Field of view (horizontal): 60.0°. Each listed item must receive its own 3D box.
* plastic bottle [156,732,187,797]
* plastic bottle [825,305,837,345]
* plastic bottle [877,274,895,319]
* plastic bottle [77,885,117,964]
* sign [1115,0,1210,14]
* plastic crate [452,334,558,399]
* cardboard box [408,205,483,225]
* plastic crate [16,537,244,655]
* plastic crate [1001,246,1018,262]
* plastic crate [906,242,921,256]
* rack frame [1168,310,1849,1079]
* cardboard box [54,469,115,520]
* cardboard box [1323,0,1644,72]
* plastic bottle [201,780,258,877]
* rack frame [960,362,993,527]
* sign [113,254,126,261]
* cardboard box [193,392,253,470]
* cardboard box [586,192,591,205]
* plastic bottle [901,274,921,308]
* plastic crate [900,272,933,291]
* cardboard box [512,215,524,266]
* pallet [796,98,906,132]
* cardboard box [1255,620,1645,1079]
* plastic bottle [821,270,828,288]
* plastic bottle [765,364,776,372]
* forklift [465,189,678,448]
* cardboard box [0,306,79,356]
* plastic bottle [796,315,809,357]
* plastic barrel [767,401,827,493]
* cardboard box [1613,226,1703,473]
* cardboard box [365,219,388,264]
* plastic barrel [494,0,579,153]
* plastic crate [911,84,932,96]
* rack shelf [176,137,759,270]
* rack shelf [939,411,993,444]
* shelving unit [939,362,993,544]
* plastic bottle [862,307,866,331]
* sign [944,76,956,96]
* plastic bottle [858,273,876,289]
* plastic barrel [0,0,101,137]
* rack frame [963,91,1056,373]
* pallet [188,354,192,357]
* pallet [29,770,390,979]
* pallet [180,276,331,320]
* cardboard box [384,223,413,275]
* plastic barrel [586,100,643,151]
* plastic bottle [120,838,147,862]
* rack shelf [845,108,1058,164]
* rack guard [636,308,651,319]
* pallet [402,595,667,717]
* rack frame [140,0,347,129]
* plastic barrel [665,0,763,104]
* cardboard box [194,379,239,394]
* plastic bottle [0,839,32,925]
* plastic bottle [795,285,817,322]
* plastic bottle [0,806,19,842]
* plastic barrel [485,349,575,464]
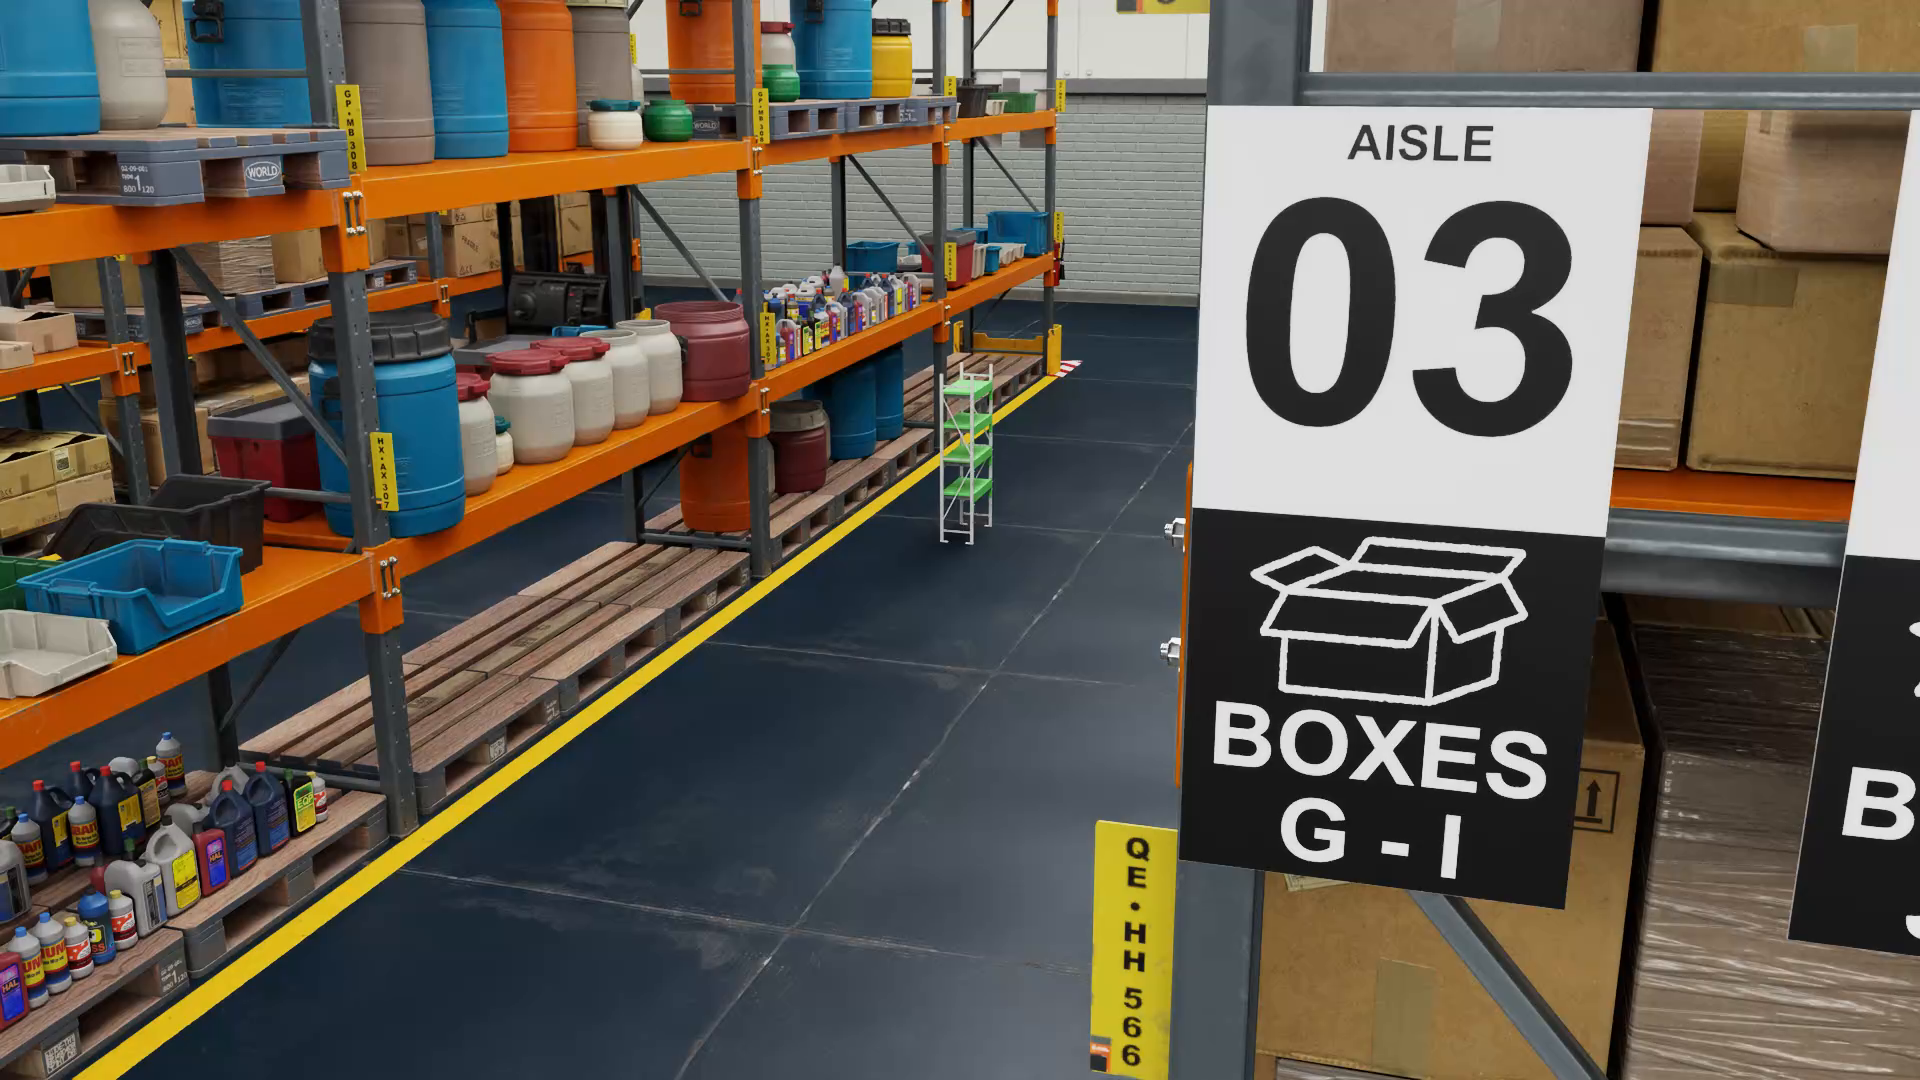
[{"bbox_3d":[-3.393,0.959,7.146,0.097,0.271,0.097,0,16,0],"label":"plastic bottle"},{"bbox_3d":[-0.940,-1.569,12.078,0.061,0.283,0.133,5,16,16],"label":"plastic bottle"},{"bbox_3d":[-0.608,-1.947,13.286,0.144,0.351,0.185,5,16,16],"label":"plastic bottle"},{"bbox_3d":[-3.021,1.337,5.813,0.097,0.271,0.097,0,16,0],"label":"plastic bottle"},{"bbox_3d":[0.204,-0.678,1.605,0.100,0.325,0.005,5,16,16],"label":"sign"},{"bbox_3d":[-2.498,-0.870,9.282,0.402,0.464,0.583,5,16,16],"label":"plastic crate"},{"bbox_3d":[-4.953,-3.300,15.953,0.500,0.500,0.500,5,17,17],"label":"cardboard box"},{"bbox_3d":[-2.936,0.190,5.933,0.499,0.251,0.616,5,16,16],"label":"plastic crate"},{"bbox_3d":[0.374,-2.931,17.040,0.396,0.136,0.243,5,16,16],"label":"plastic crate"},{"bbox_3d":[-0.317,-2.817,16.462,0.416,0.233,0.300,5,16,16],"label":"plastic crate"},{"bbox_3d":[0.730,1.239,1.965,1.000,3.000,0.127,5,16,16],"label":"rack frame"},{"bbox_3d":[-6.409,-0.346,11.821,0.500,0.250,0.500,5,17,17],"label":"cardboard box"},{"bbox_3d":[0.928,-1.061,2.932,0.500,0.500,0.500,5,16,16],"label":"cardboard box"},{"bbox_3d":[-2.843,1.112,6.460,0.144,0.351,0.185,4,16,13],"label":"plastic bottle"},{"bbox_3d":[0.116,-0.684,12.043,0.240,1.200,0.015,5,16,16],"label":"rack frame"},{"bbox_3d":[-5.960,-2.138,11.749,0.100,0.325,0.005,5,16,16],"label":"sign"},{"bbox_3d":[-5.946,-0.867,13.163,0.500,0.500,0.500,4,16,14],"label":"cardboard box"},{"bbox_3d":[-4.225,-3.975,18.333,0.500,0.500,0.500,5,17,17],"label":"cardboard box"},{"bbox_3d":[-0.410,-2.097,13.952,0.152,0.276,0.135,5,16,16],"label":"plastic bottle"},{"bbox_3d":[-0.339,-2.297,14.805,0.396,0.136,0.243,5,16,16],"label":"plastic crate"},{"bbox_3d":[-4.664,-3.095,17.061,0.500,0.500,0.500,5,16,16],"label":"cardboard box"},{"bbox_3d":[-1.057,-3.127,12.207,1.003,0.211,1.213,5,16,16],"label":"pallet"},{"bbox_3d":[0.650,0.404,2.349,0.500,0.500,0.500,5,16,16],"label":"cardboard box"},{"bbox_3d":[-1.159,-2.131,14.059,0.061,0.283,0.133,5,16,16],"label":"plastic bottle"},{"bbox_3d":[-1.312,-1.267,11.025,0.152,0.276,0.135,5,16,16],"label":"plastic bottle"},{"bbox_3d":[-3.363,-1.951,13.337,1.130,2.935,3.031,7,17,23],"label":"forklift"},{"bbox_3d":[-6.638,-1.489,11.744,0.500,0.311,0.500,6,17,19],"label":"cardboard box"},{"bbox_3d":[-1.099,-1.423,11.562,0.061,0.283,0.133,5,16,16],"label":"plastic bottle"},{"bbox_3d":[-1.301,-0.705,12.467,0.600,0.588,0.708,5,16,16],"label":"plastic barrel"},{"bbox_3d":[0.624,-0.278,2.090,0.500,0.250,0.500,5,17,17],"label":"cardboard box"},{"bbox_3d":[-5.705,-2.813,15.298,0.700,0.500,0.500,-1,16,-3],"label":"cardboard box"},{"bbox_3d":[-2.372,-2.519,8.928,0.600,0.830,0.708,5,16,16],"label":"plastic barrel"},{"bbox_3d":[-0.397,-4.161,15.724,0.437,0.282,0.530,5,16,16],"label":"plastic crate"},{"bbox_3d":[-2.313,-1.812,8.542,1.077,0.370,4.000,5,16,16],"label":"rack shelf"},{"bbox_3d":[0.047,-0.790,11.770,0.258,0.148,0.480,5,16,16],"label":"rack shelf"},{"bbox_3d":[0.047,-0.621,11.818,0.258,1.200,0.503,5,16,16],"label":"shelving unit"},{"bbox_3d":[-0.768,-1.705,12.708,0.097,0.201,0.097,0,16,0],"label":"plastic bottle"},{"bbox_3d":[-0.081,-3.689,13.825,0.100,0.325,0.005,5,16,16],"label":"sign"},{"bbox_3d":[-0.747,-1.958,13.326,0.144,0.351,0.185,5,16,16],"label":"plastic bottle"},{"bbox_3d":[-3.267,-1.826,5.584,0.600,0.901,0.708,5,16,16],"label":"plastic barrel"},{"bbox_3d":[0.528,-3.331,18.077,1.000,3.000,0.127,5,16,16],"label":"rack frame"},{"bbox_3d":[-9.471,-2.224,19.285,1.003,0.211,1.213,5,16,16],"label":"pallet"},{"bbox_3d":[-3.113,1.322,6.781,1.003,0.211,1.213,5,16,16],"label":"pallet"},{"bbox_3d":[-5.945,-2.040,13.877,1.003,0.211,1.213,5,16,16],"label":"pallet"},{"bbox_3d":[-5.460,-2.869,16.263,0.500,0.500,0.500,5,17,17],"label":"cardboard box"},{"bbox_3d":[-1.883,-2.264,9.070,0.301,0.262,0.301,0,16,0],"label":"plastic barrel"},{"bbox_3d":[-3.040,1.228,6.175,0.061,0.283,0.133,5,16,16],"label":"plastic bottle"},{"bbox_3d":[-0.040,-3.905,15.921,1.077,0.370,4.000,5,16,16],"label":"rack shelf"},{"bbox_3d":[-4.241,-2.494,19.706,1.175,0.500,0.348,5,16,16],"label":"rack guard"},{"bbox_3d":[-2.351,0.621,9.253,1.003,0.211,1.213,5,16,16],"label":"pallet"},{"bbox_3d":[-2.882,-3.078,6.190,1.000,3.000,0.127,5,16,16],"label":"rack frame"},{"bbox_3d":[-1.581,-3.238,10.695,0.600,0.830,0.708,5,16,16],"label":"plastic barrel"},{"bbox_3d":[-6.305,-1.031,13.741,0.500,0.500,0.500,4,16,14],"label":"cardboard box"},{"bbox_3d":[-3.534,1.251,6.105,0.152,0.276,0.135,5,16,16],"label":"plastic bottle"},{"bbox_3d":[-1.222,-1.879,13.186,0.152,0.276,0.135,5,16,16],"label":"plastic bottle"},{"bbox_3d":[-3.650,1.172,6.373,0.061,0.283,0.133,5,17,18],"label":"plastic bottle"},{"bbox_3d":[-2.191,-0.682,8.489,0.433,0.535,0.433,0,16,0],"label":"plastic barrel"}]
